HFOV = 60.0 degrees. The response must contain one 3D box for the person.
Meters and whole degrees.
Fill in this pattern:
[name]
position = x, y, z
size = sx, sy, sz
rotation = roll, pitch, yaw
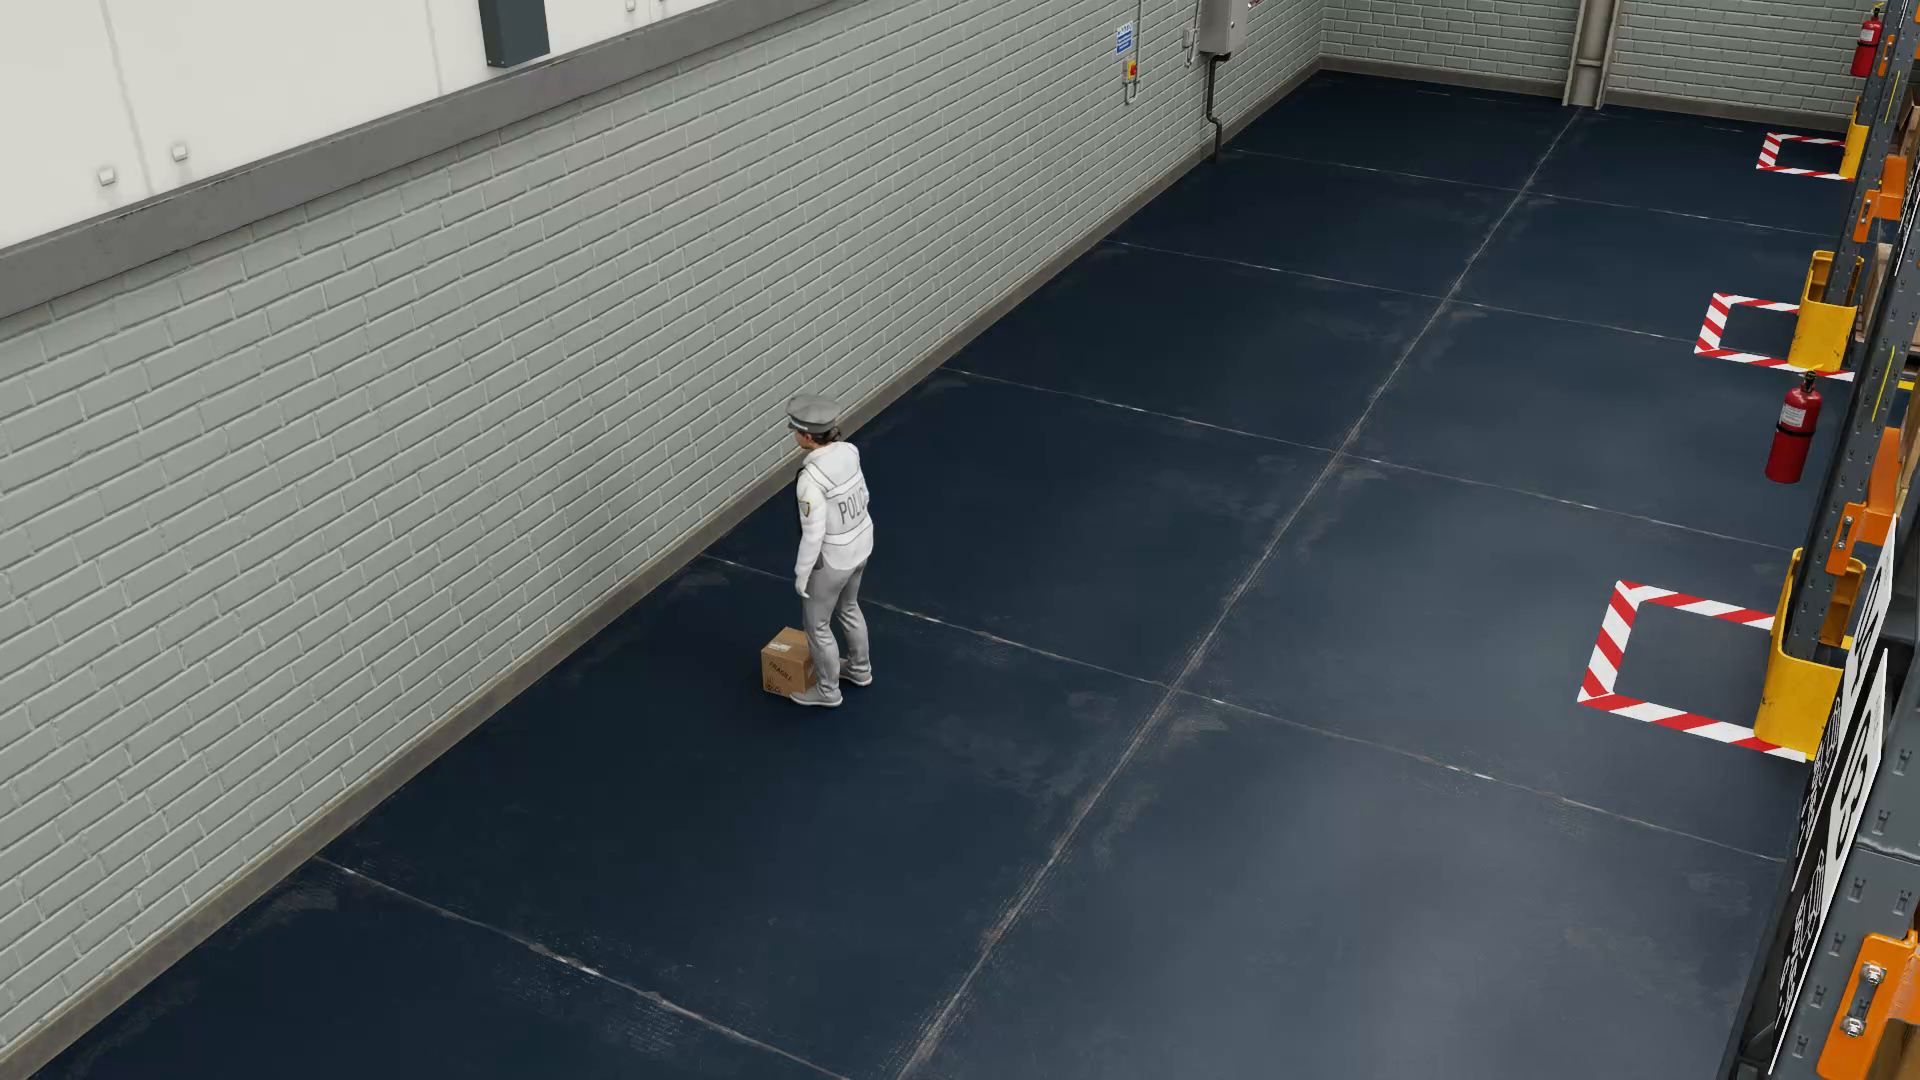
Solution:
[person]
position = -0.644, 0.077, 8.148
size = 0.405, 1.663, 0.530
rotation = 15, 33, 24
